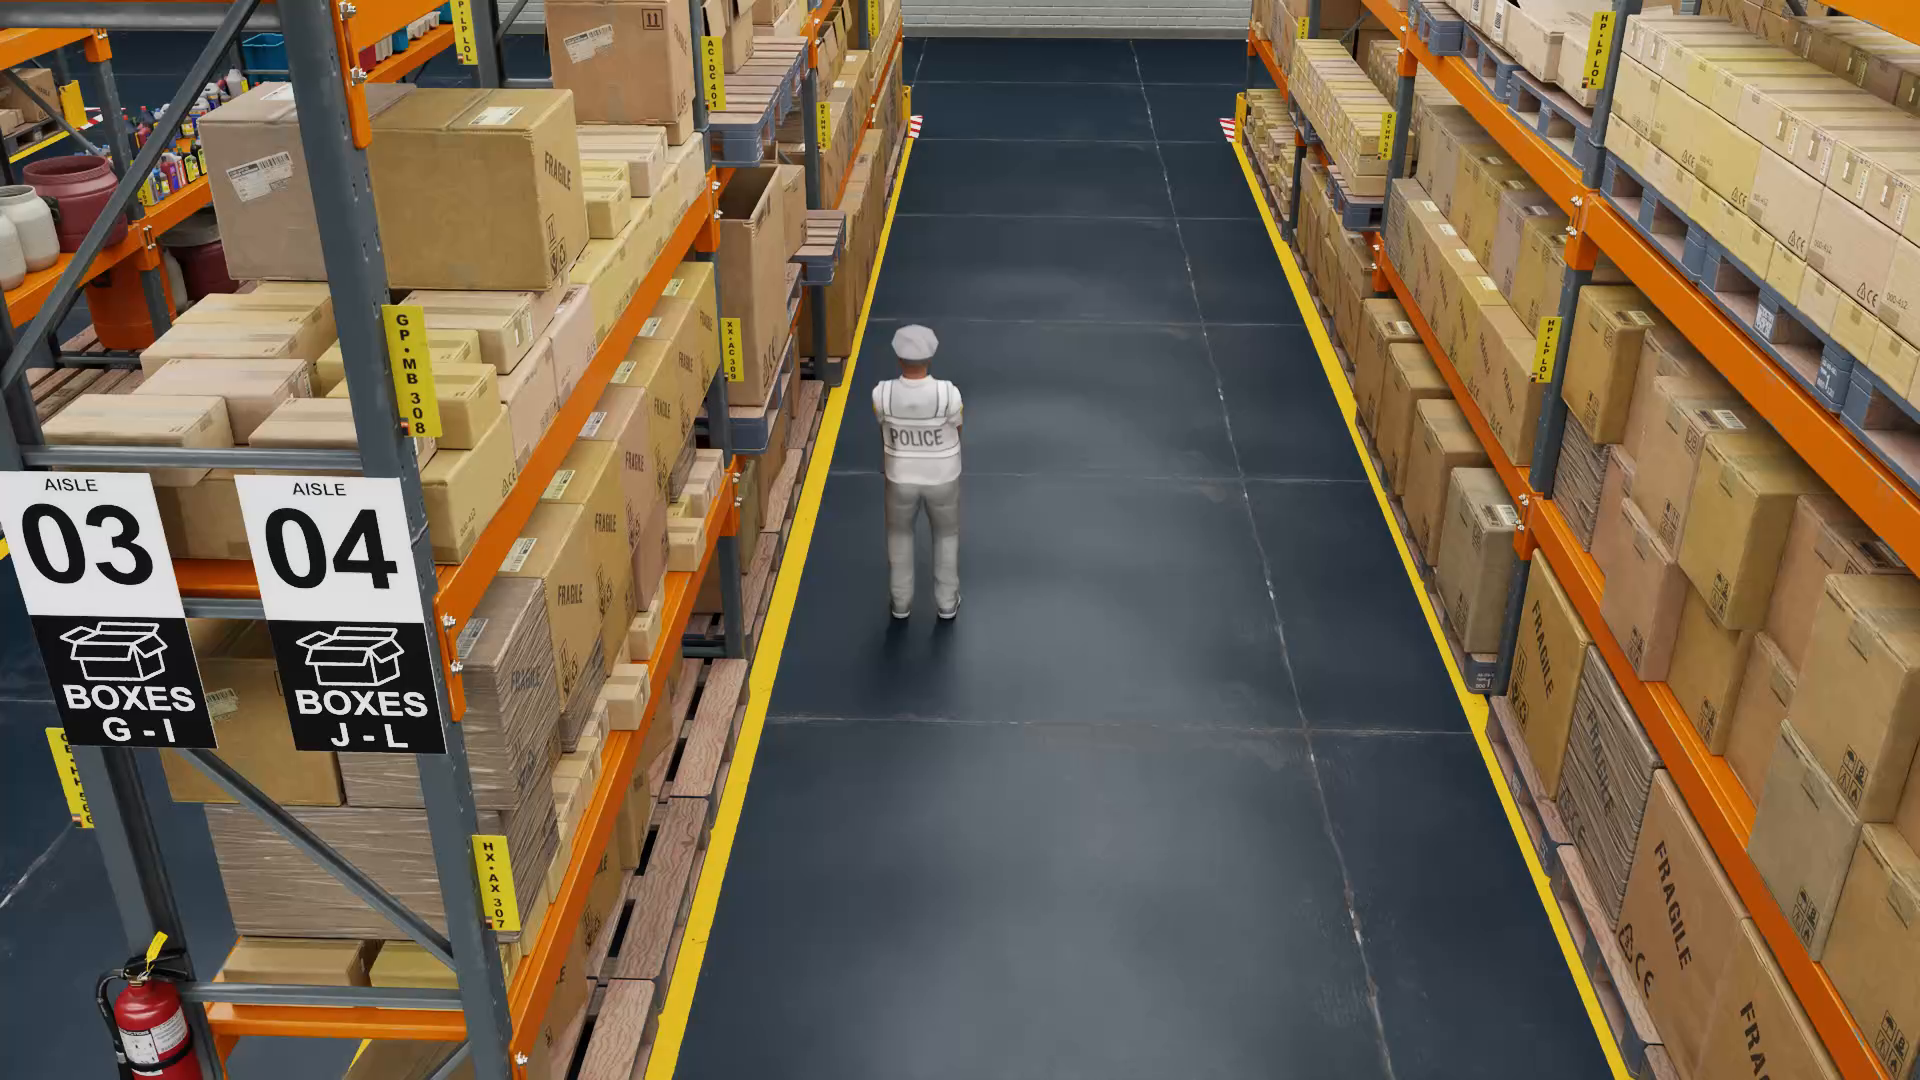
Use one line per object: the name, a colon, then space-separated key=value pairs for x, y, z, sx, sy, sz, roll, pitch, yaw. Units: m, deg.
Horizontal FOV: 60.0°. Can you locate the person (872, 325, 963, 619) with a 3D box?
person: x=-0.225 y=-0.409 z=9.370 sx=0.494 sy=1.766 sz=0.572 roll=1 pitch=28 yaw=3
